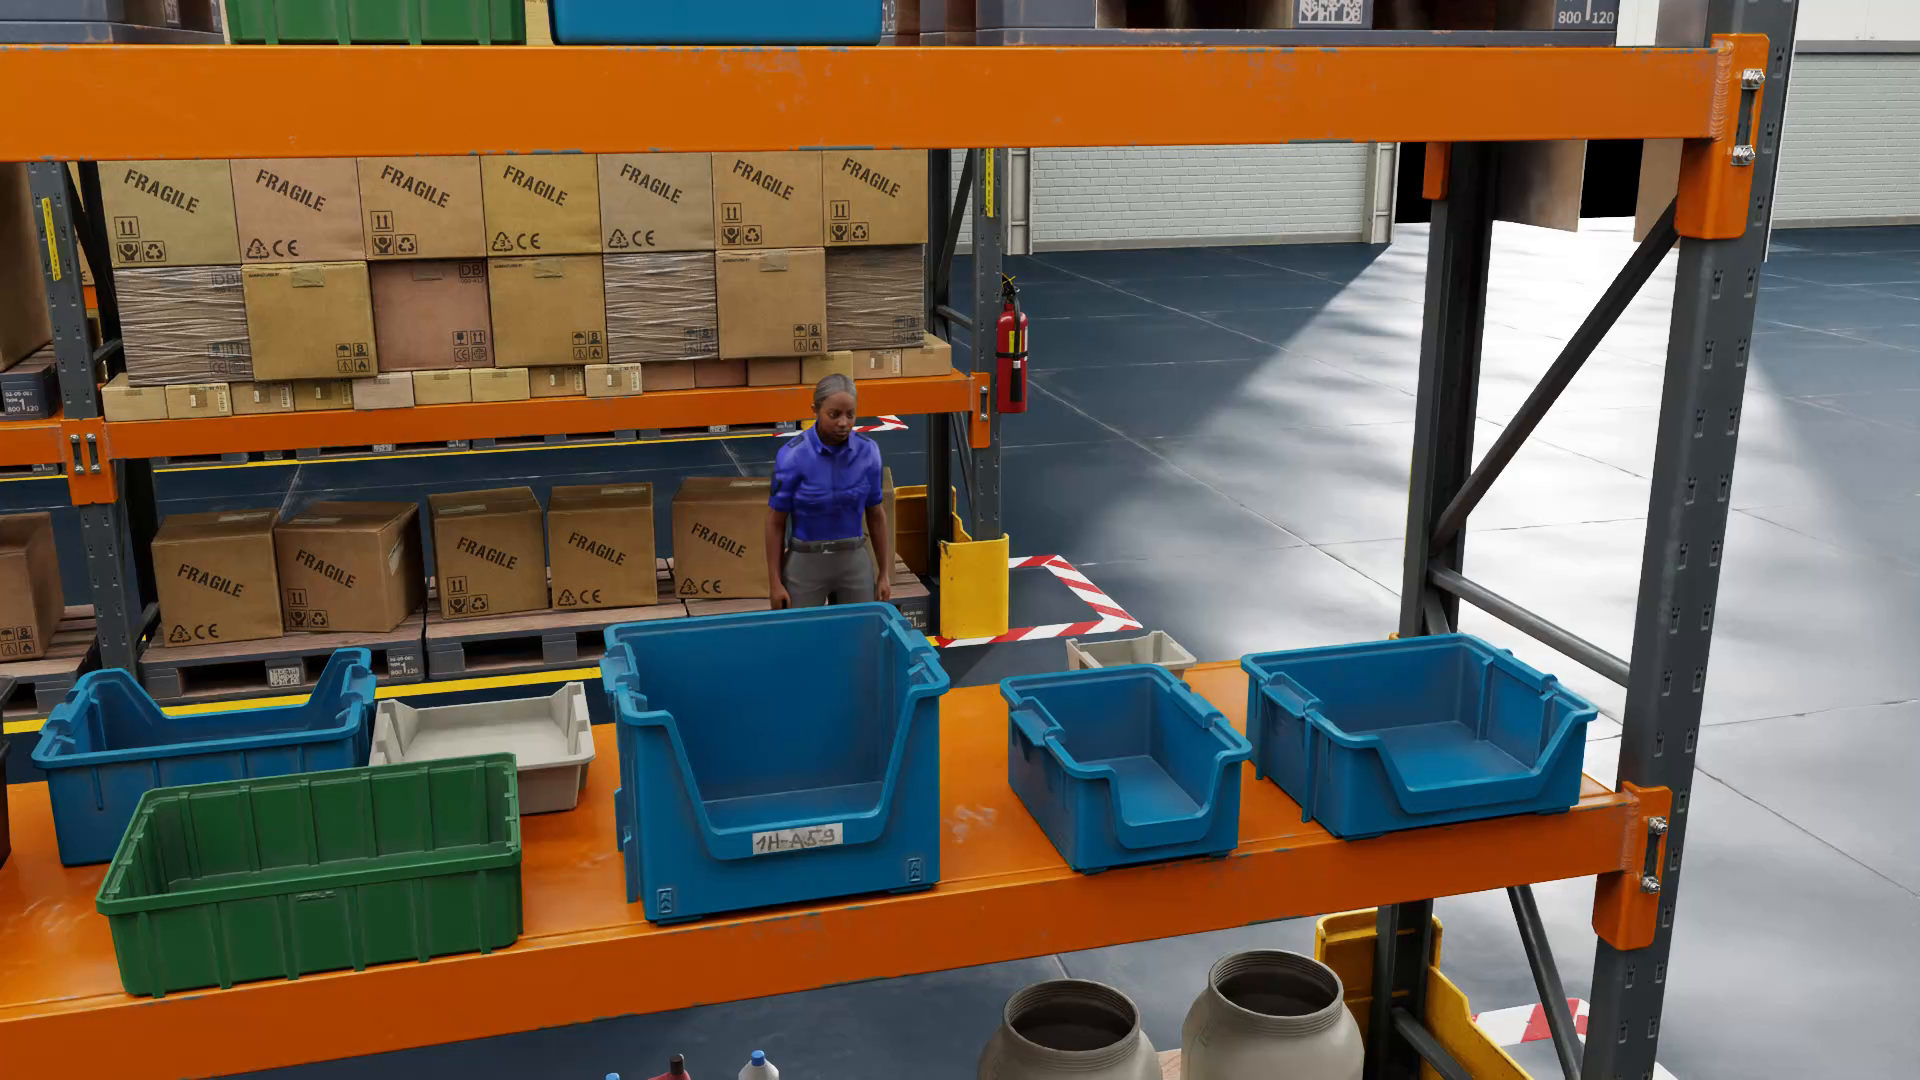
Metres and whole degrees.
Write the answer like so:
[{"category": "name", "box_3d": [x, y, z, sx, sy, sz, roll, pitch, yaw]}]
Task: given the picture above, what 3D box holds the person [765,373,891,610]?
[{"category": "person", "box_3d": [-0.522, 0.157, 6.499, 0.527, 1.653, 0.350, -6, 17, -19]}]
